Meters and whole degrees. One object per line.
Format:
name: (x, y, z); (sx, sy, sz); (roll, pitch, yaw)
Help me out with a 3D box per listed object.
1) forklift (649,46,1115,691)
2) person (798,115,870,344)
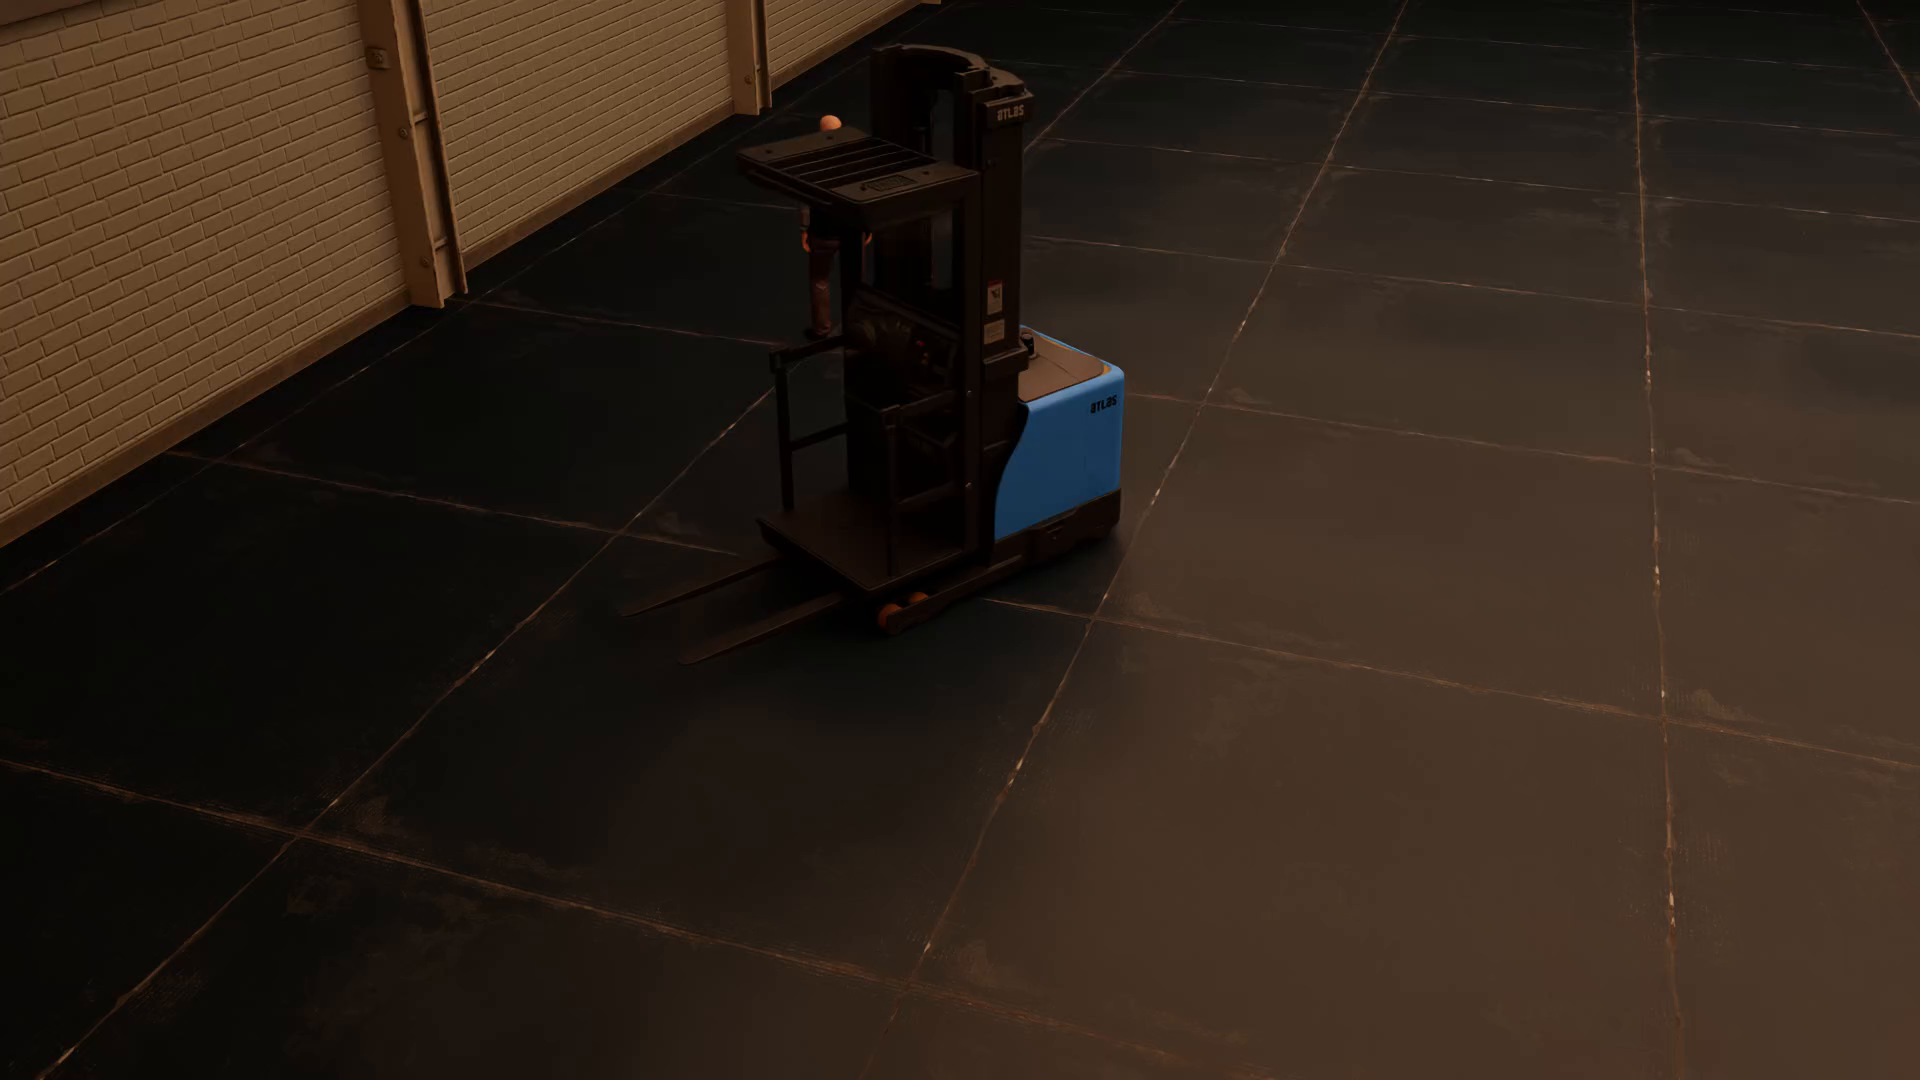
forklift: (-0.401, -1.007, 8.904); (1.130, 2.935, 3.031); (22, 37, 34)
person: (-0.917, -2.297, 12.394); (0.585, 1.723, 0.438); (-8, 31, -14)
